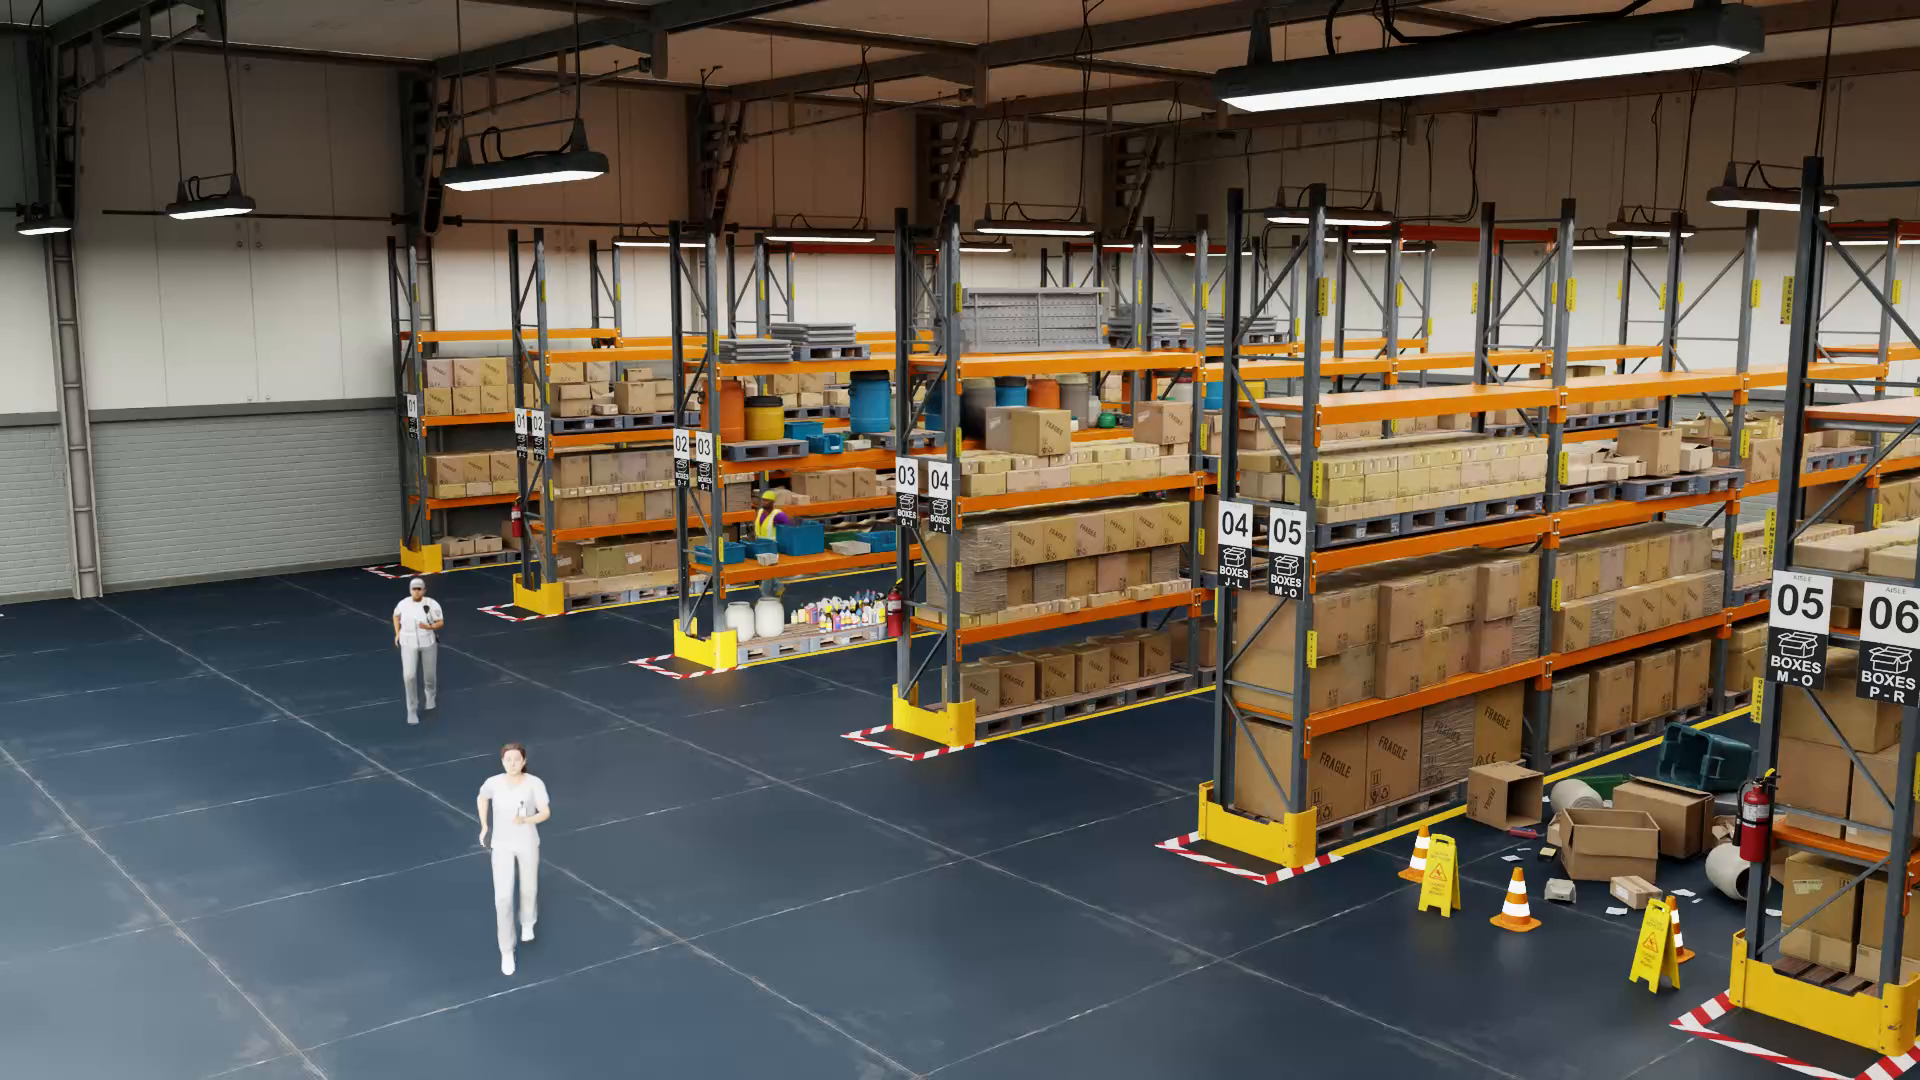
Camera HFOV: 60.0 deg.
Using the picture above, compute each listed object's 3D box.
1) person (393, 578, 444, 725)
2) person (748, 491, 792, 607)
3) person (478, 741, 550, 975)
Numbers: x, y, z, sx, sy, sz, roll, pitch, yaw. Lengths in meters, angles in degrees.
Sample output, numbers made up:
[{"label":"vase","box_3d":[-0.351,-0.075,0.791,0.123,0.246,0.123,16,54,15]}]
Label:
[{"label":"person","box_3d":[0.869,1.652,16.823,12.819,1.975,10.973,-3,9,-17]},{"label":"person","box_3d":[-2.894,0.126,25.316,0.697,1.757,0.703,7,11,39]},{"label":"person","box_3d":[-3.420,2.392,12.792,0.538,1.720,0.770,-2,9,-14]}]
